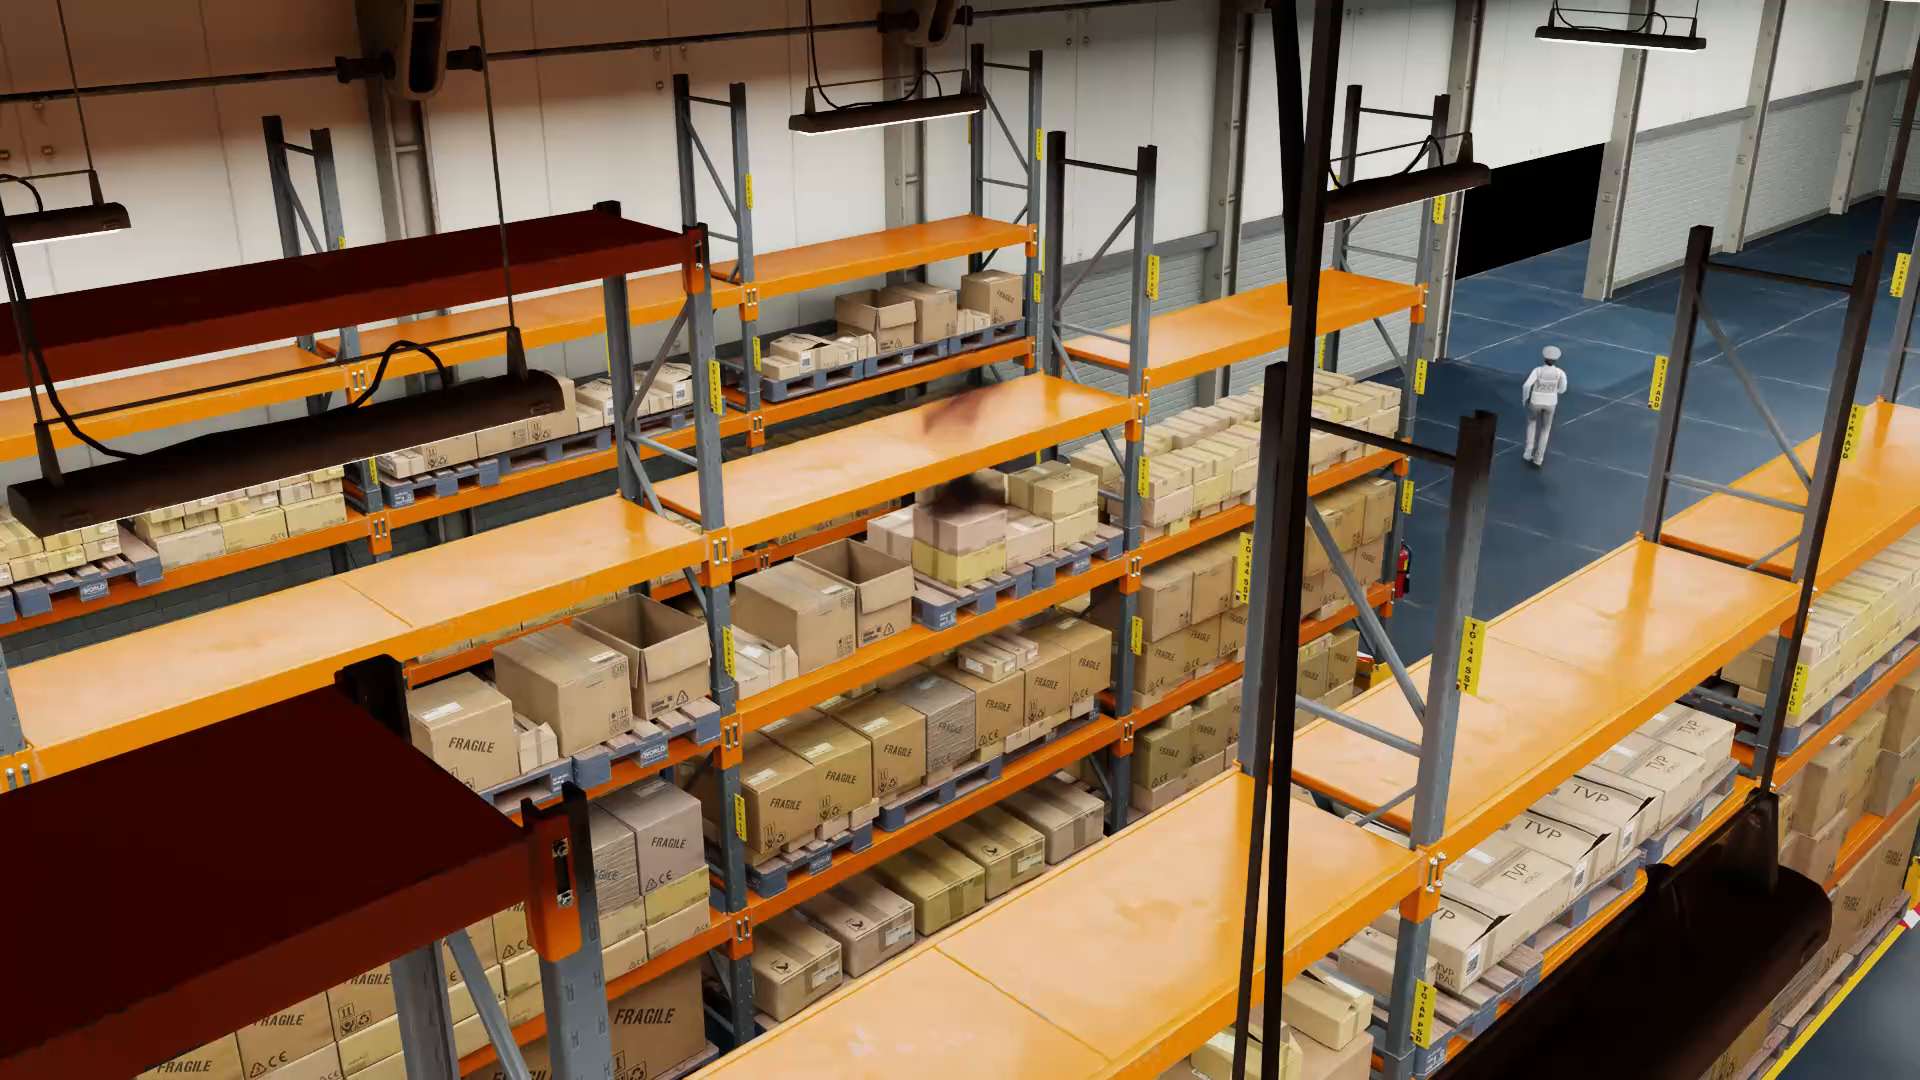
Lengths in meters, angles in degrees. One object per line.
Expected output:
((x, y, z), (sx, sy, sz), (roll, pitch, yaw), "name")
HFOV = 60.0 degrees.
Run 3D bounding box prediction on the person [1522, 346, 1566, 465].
((8.124, -1.895, 23.226), (0.583, 1.685, 0.661), (7, 23, 16), "person")
